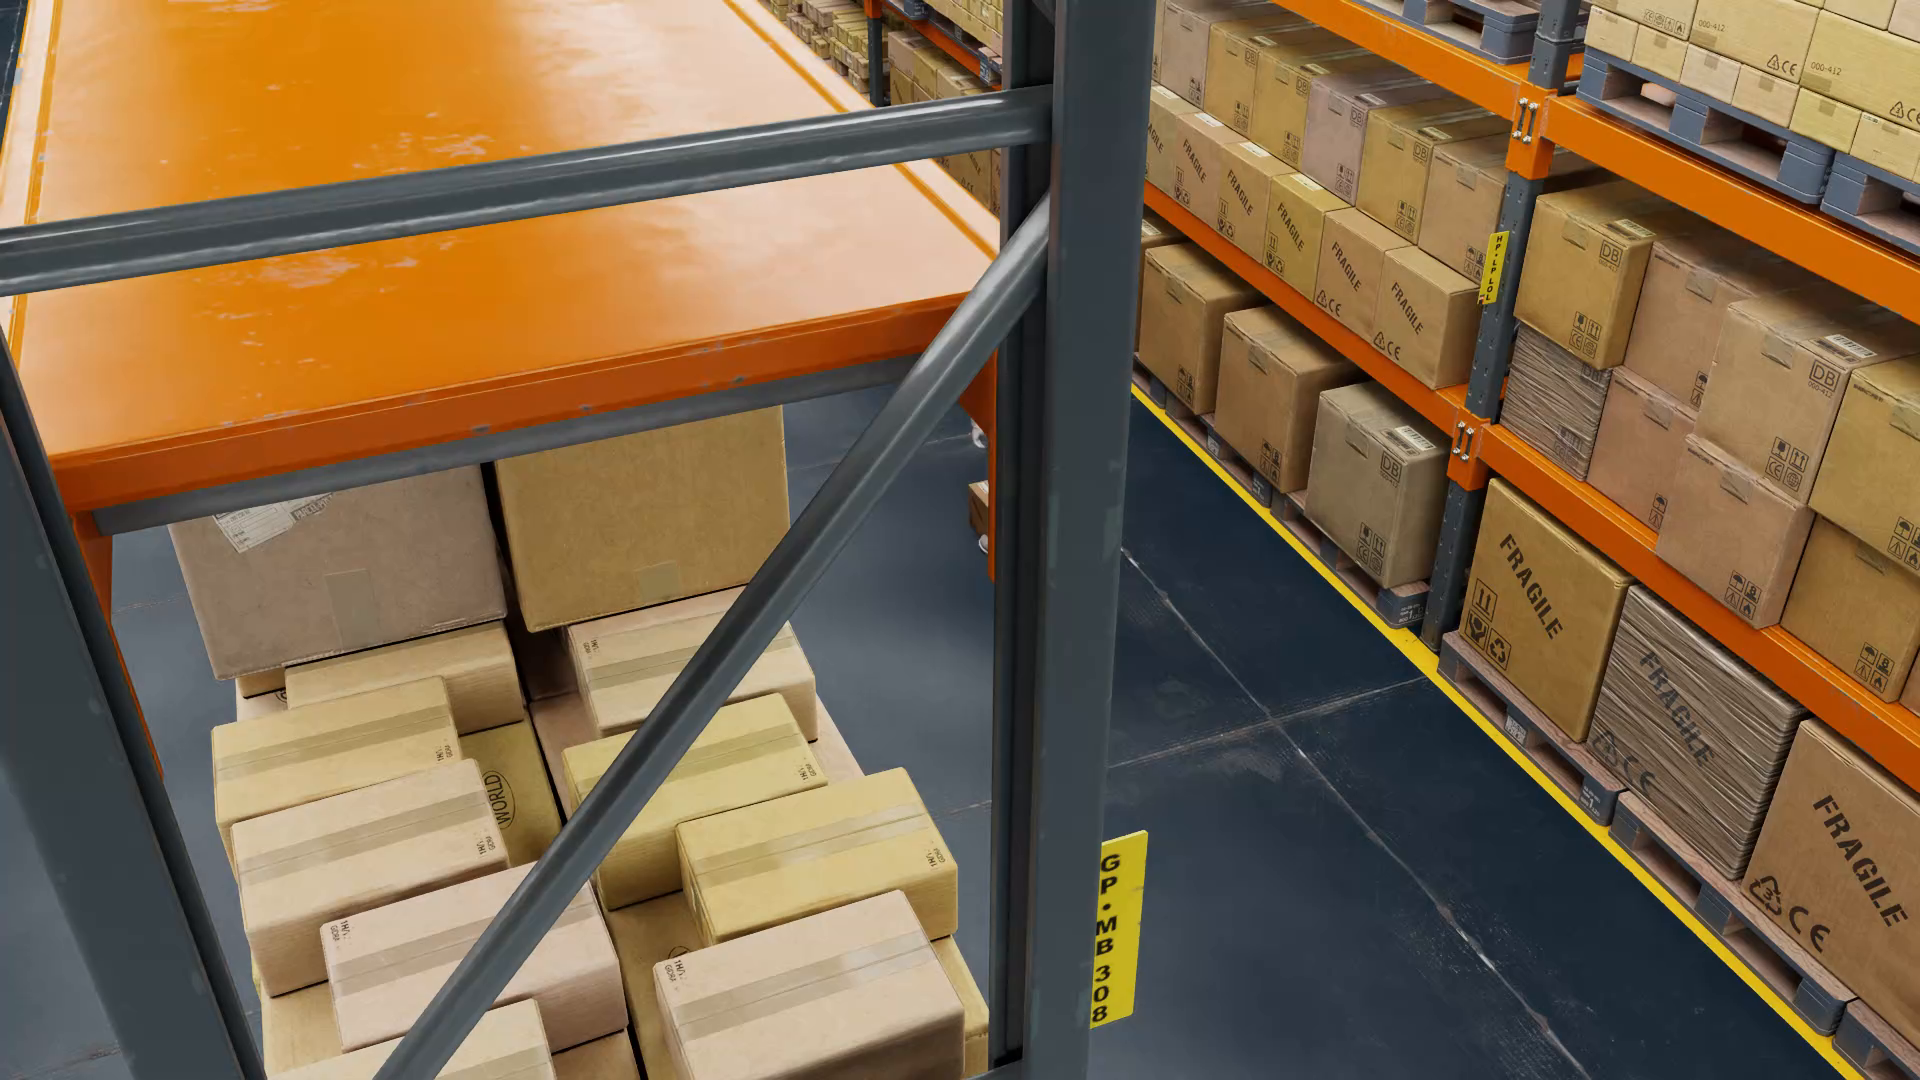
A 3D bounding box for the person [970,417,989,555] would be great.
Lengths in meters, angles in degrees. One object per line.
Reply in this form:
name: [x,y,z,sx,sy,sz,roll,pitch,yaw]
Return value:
person: [0.302,-0.629,8.462,0.547,1.666,0.371,-15,37,-21]
